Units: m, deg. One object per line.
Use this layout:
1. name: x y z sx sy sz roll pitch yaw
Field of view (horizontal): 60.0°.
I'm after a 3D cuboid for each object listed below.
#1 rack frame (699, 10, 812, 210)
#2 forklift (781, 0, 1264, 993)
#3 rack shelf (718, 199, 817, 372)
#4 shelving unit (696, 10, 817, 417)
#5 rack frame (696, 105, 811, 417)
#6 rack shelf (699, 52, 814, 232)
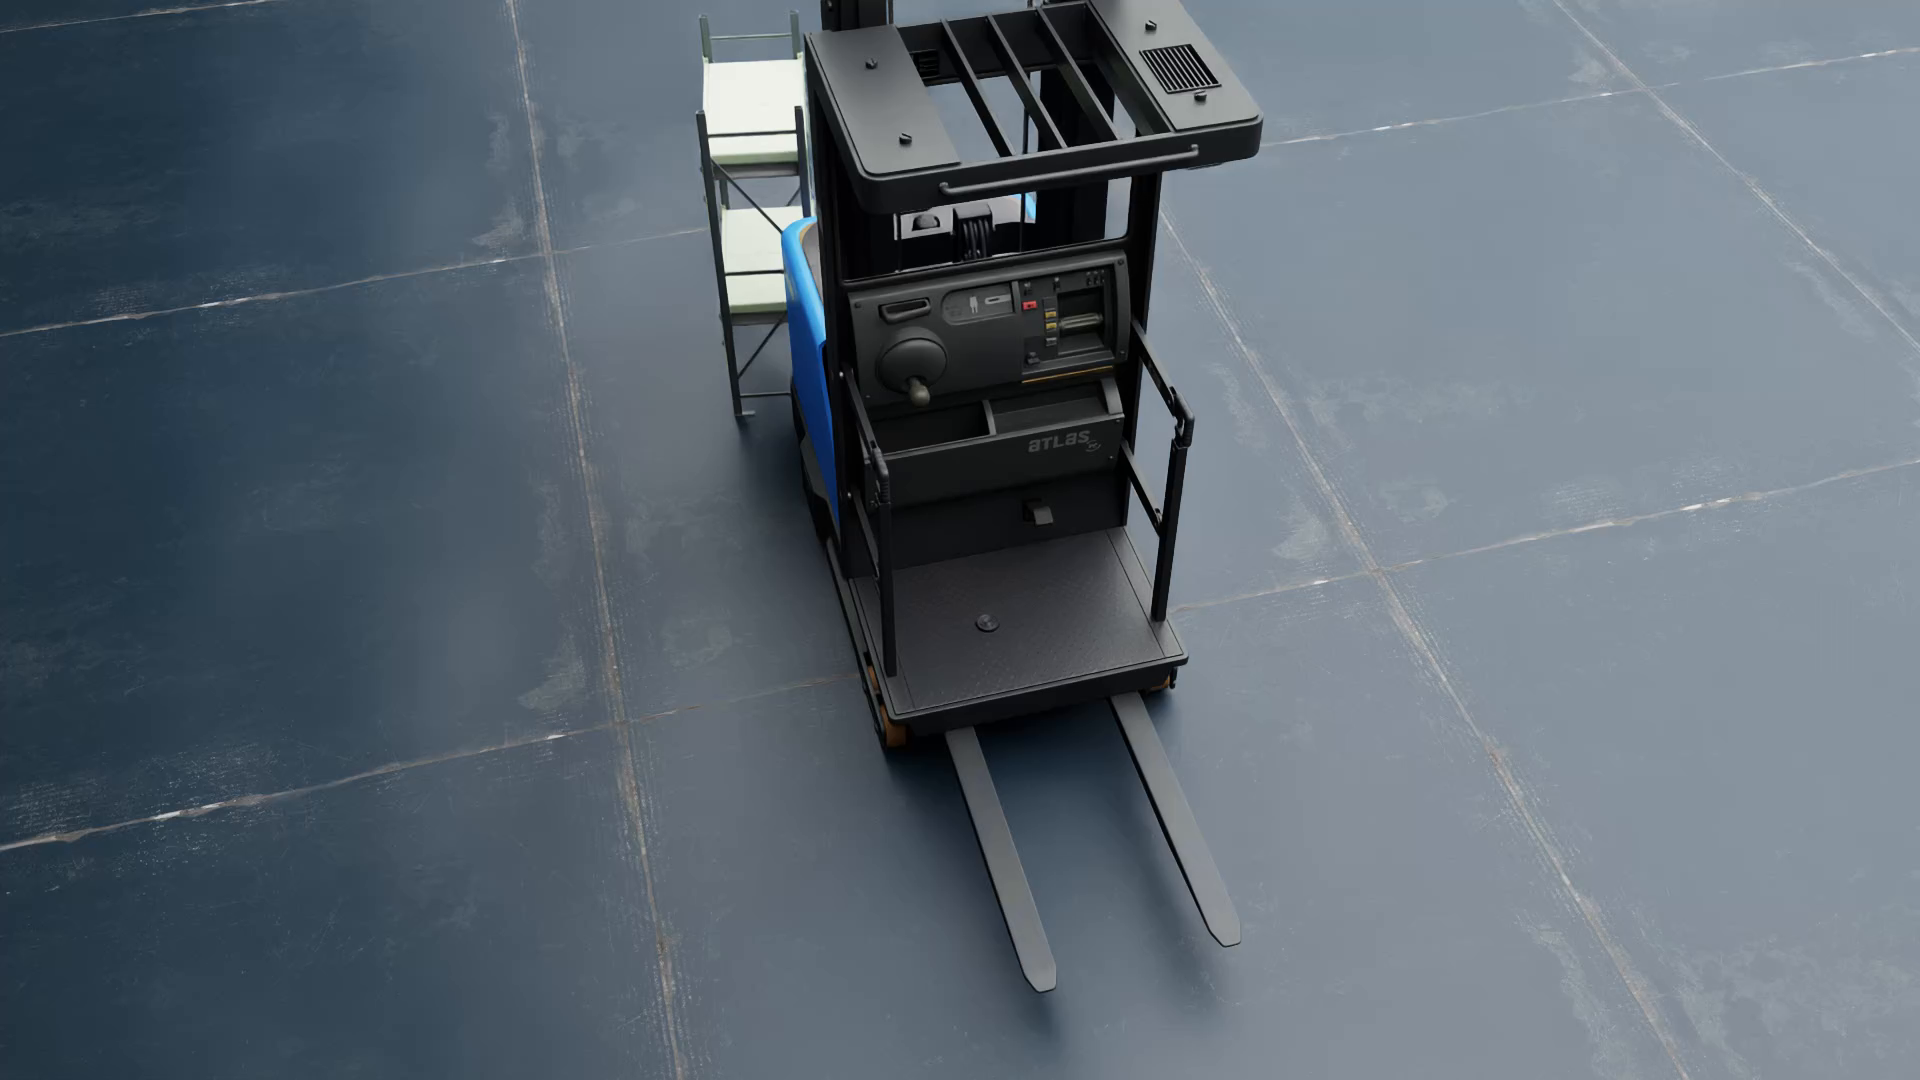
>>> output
1. rack frame: -0.857 -1.606 7.274 0.400 1.500 0.023 -4 46 -4
2. forklift: 0.164 -0.591 5.277 1.130 2.935 3.031 -11 47 -11
3. rack shelf: -0.823 -1.118 7.251 0.431 0.370 0.720 -4 46 -4
4. shelving unit: -0.823 -1.346 7.018 0.431 1.500 0.755 -4 46 -4
5. rack frame: -0.789 -1.087 6.763 0.400 1.500 0.023 -4 46 -4
6. rack shelf: -0.823 -1.620 6.740 0.431 0.370 0.720 -4 46 -4
